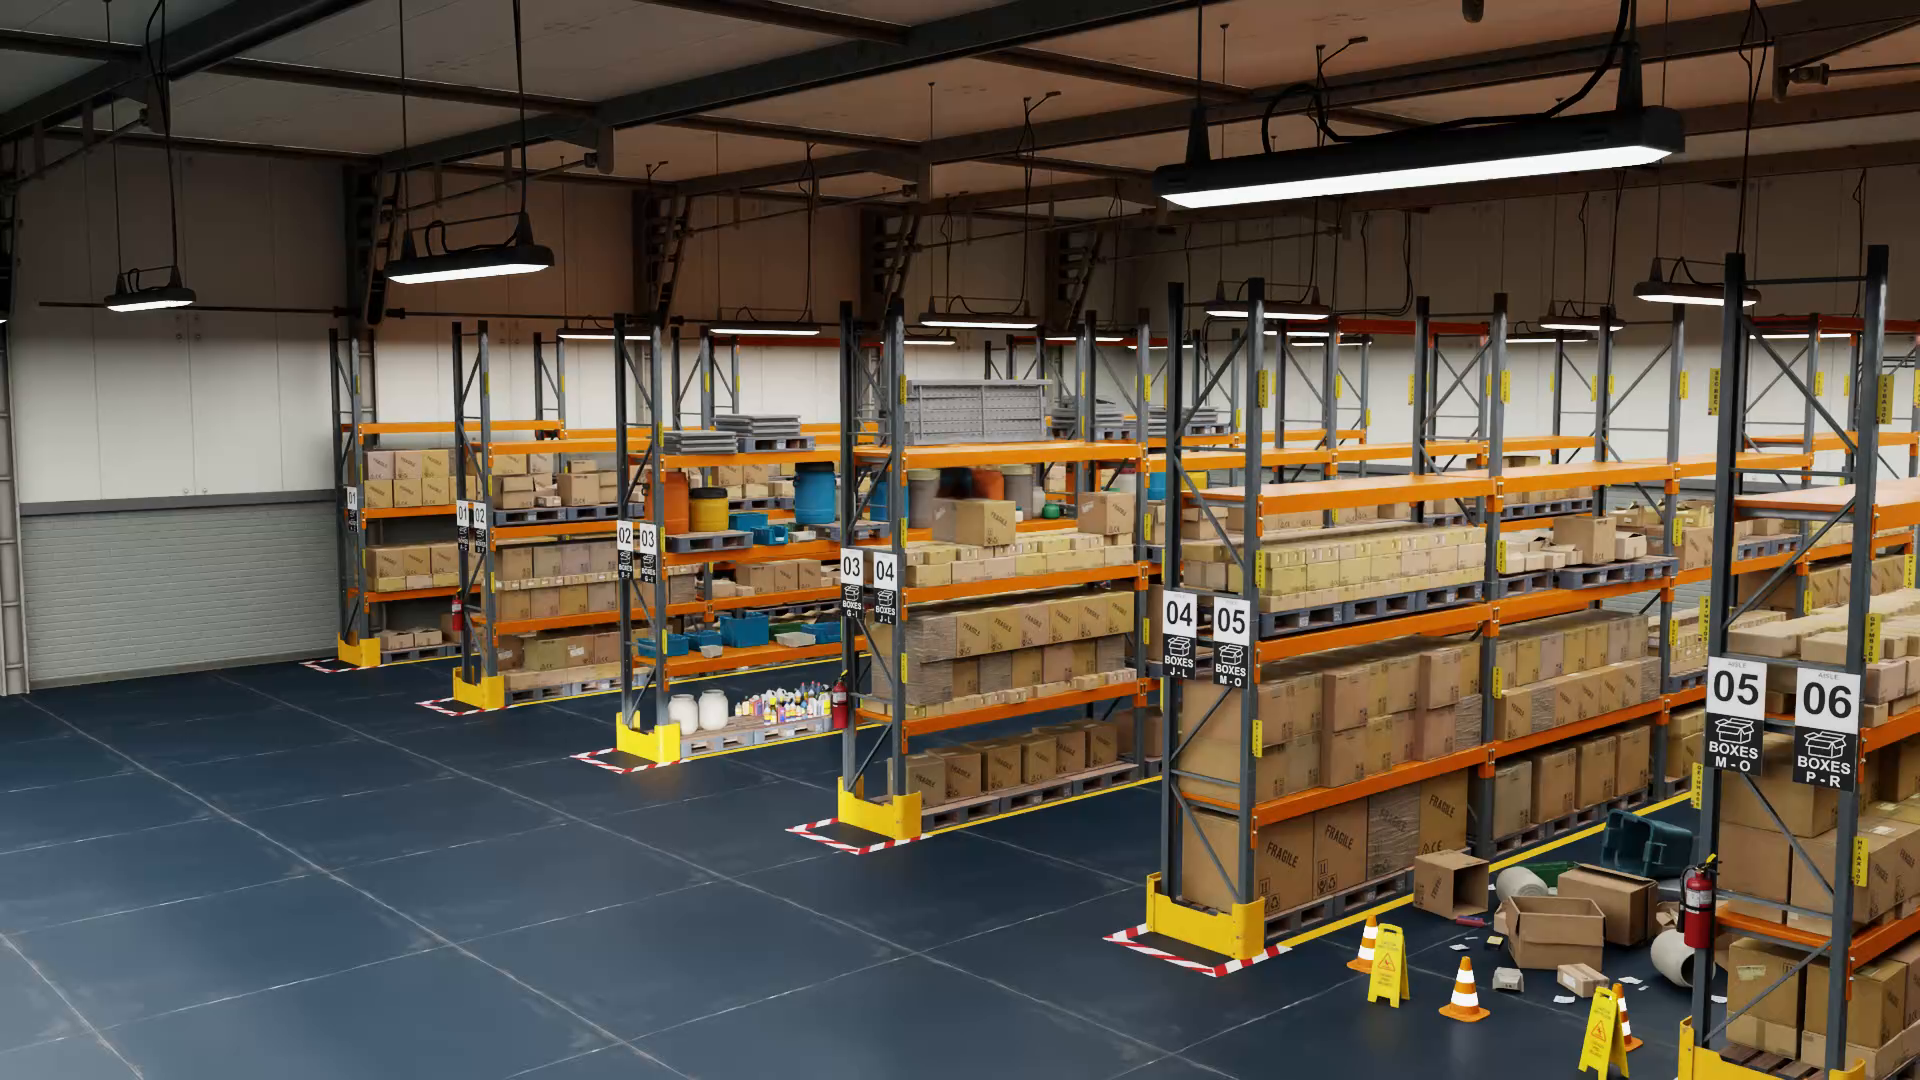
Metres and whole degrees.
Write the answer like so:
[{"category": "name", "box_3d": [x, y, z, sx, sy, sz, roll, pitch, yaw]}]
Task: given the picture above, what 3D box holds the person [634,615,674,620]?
[{"category": "person", "box_3d": [-5.607, 1.322, 30.267, 1.022, 1.730, 0.495, -4, 7, -37]}]
